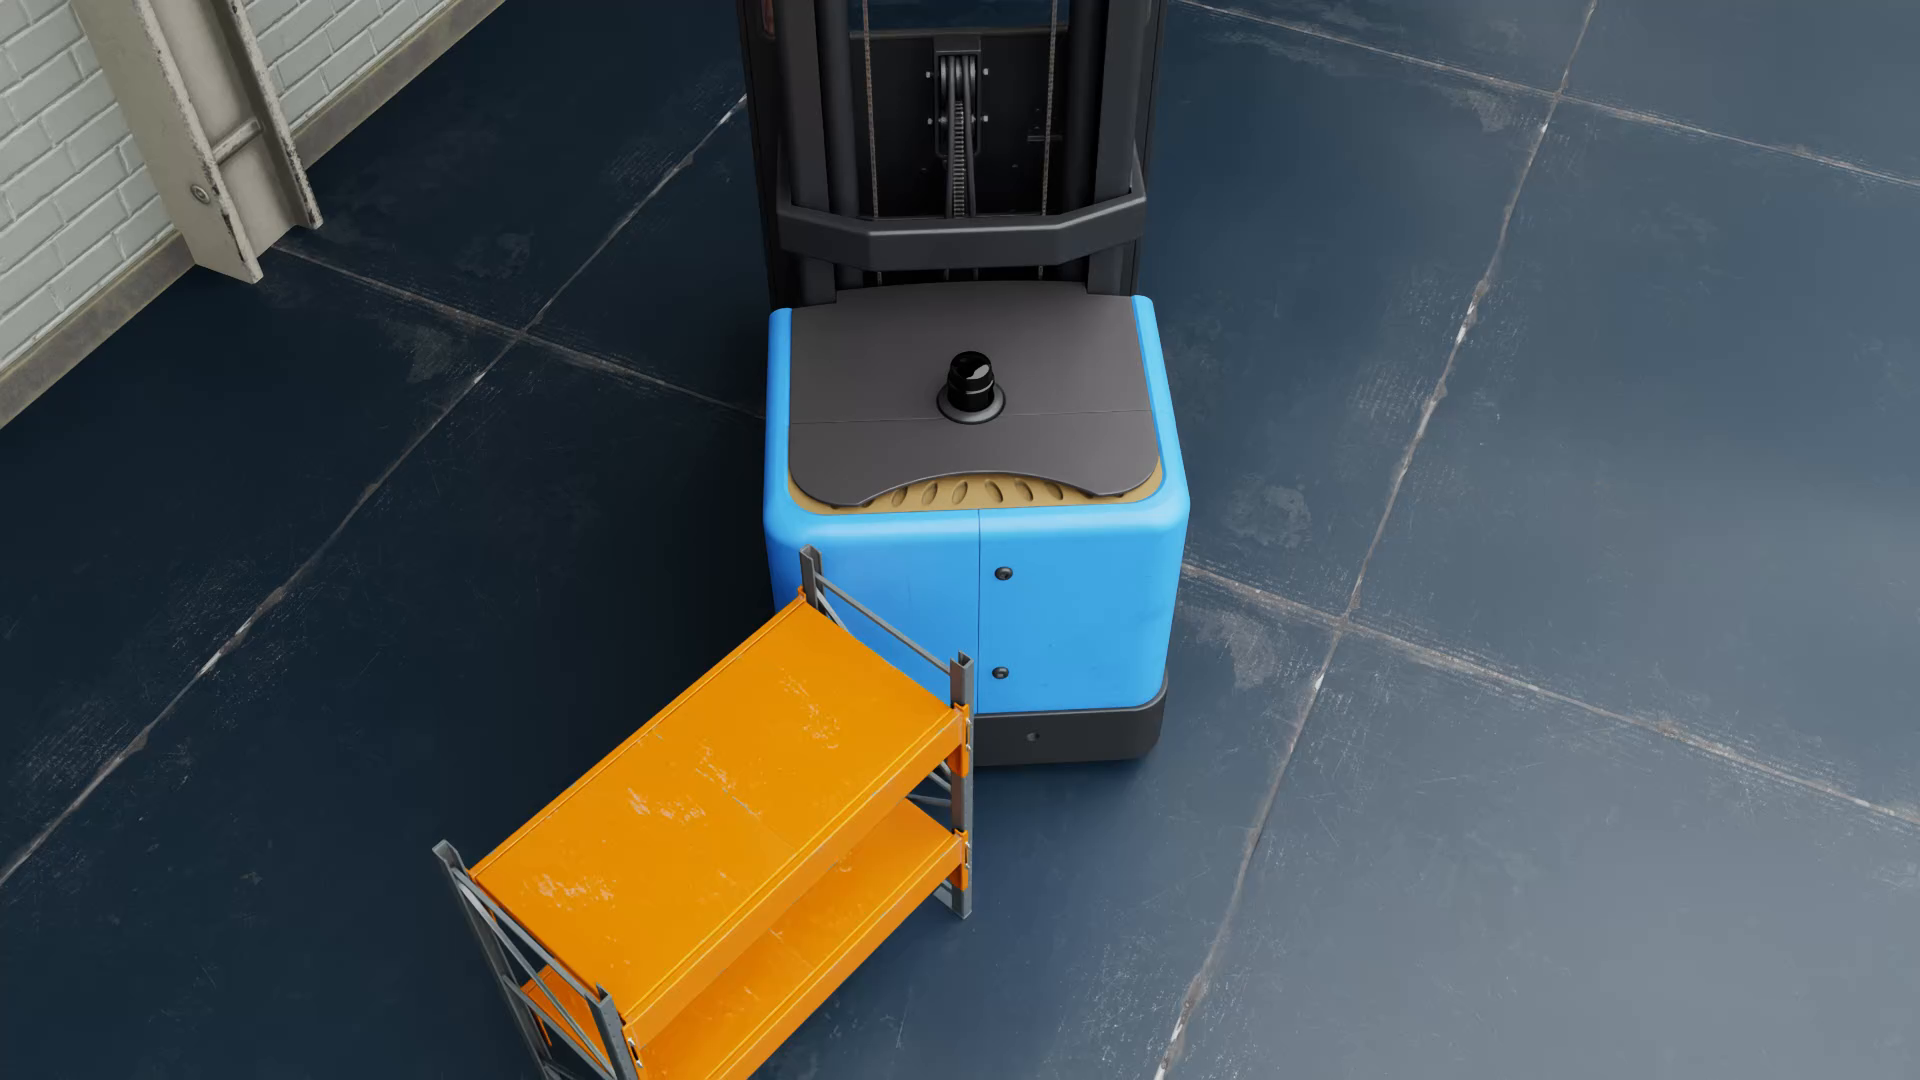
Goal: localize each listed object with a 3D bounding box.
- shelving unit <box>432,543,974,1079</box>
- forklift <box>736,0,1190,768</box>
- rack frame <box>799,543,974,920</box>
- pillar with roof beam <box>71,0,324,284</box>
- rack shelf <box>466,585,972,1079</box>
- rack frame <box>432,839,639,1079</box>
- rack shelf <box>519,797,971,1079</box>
[{"bbox_3d":[-0.502,0.796,3.834,0.538,1.125,1.048,34,57,25],"label":"shelving unit"},{"bbox_3d":[-0.033,-1.426,4.539,1.130,2.935,3.031,-2,50,-2],"label":"forklift"},{"bbox_3d":[-0.167,0.505,4.082,0.500,1.125,0.032,34,57,25],"label":"rack frame"},{"bbox_3d":[1.273,-2.631,1.580,9.100,9.000,0.400,20,52,16],"label":"pillar with roof beam"},{"bbox_3d":[-0.502,0.606,3.611,0.538,0.278,1.000,34,57,25],"label":"rack shelf"},{"bbox_3d":[-0.838,1.087,3.587,0.500,1.125,0.032,34,57,25],"label":"rack frame"},{"bbox_3d":[-0.502,0.954,4.020,0.538,0.278,1.000,34,57,25],"label":"rack shelf"}]
